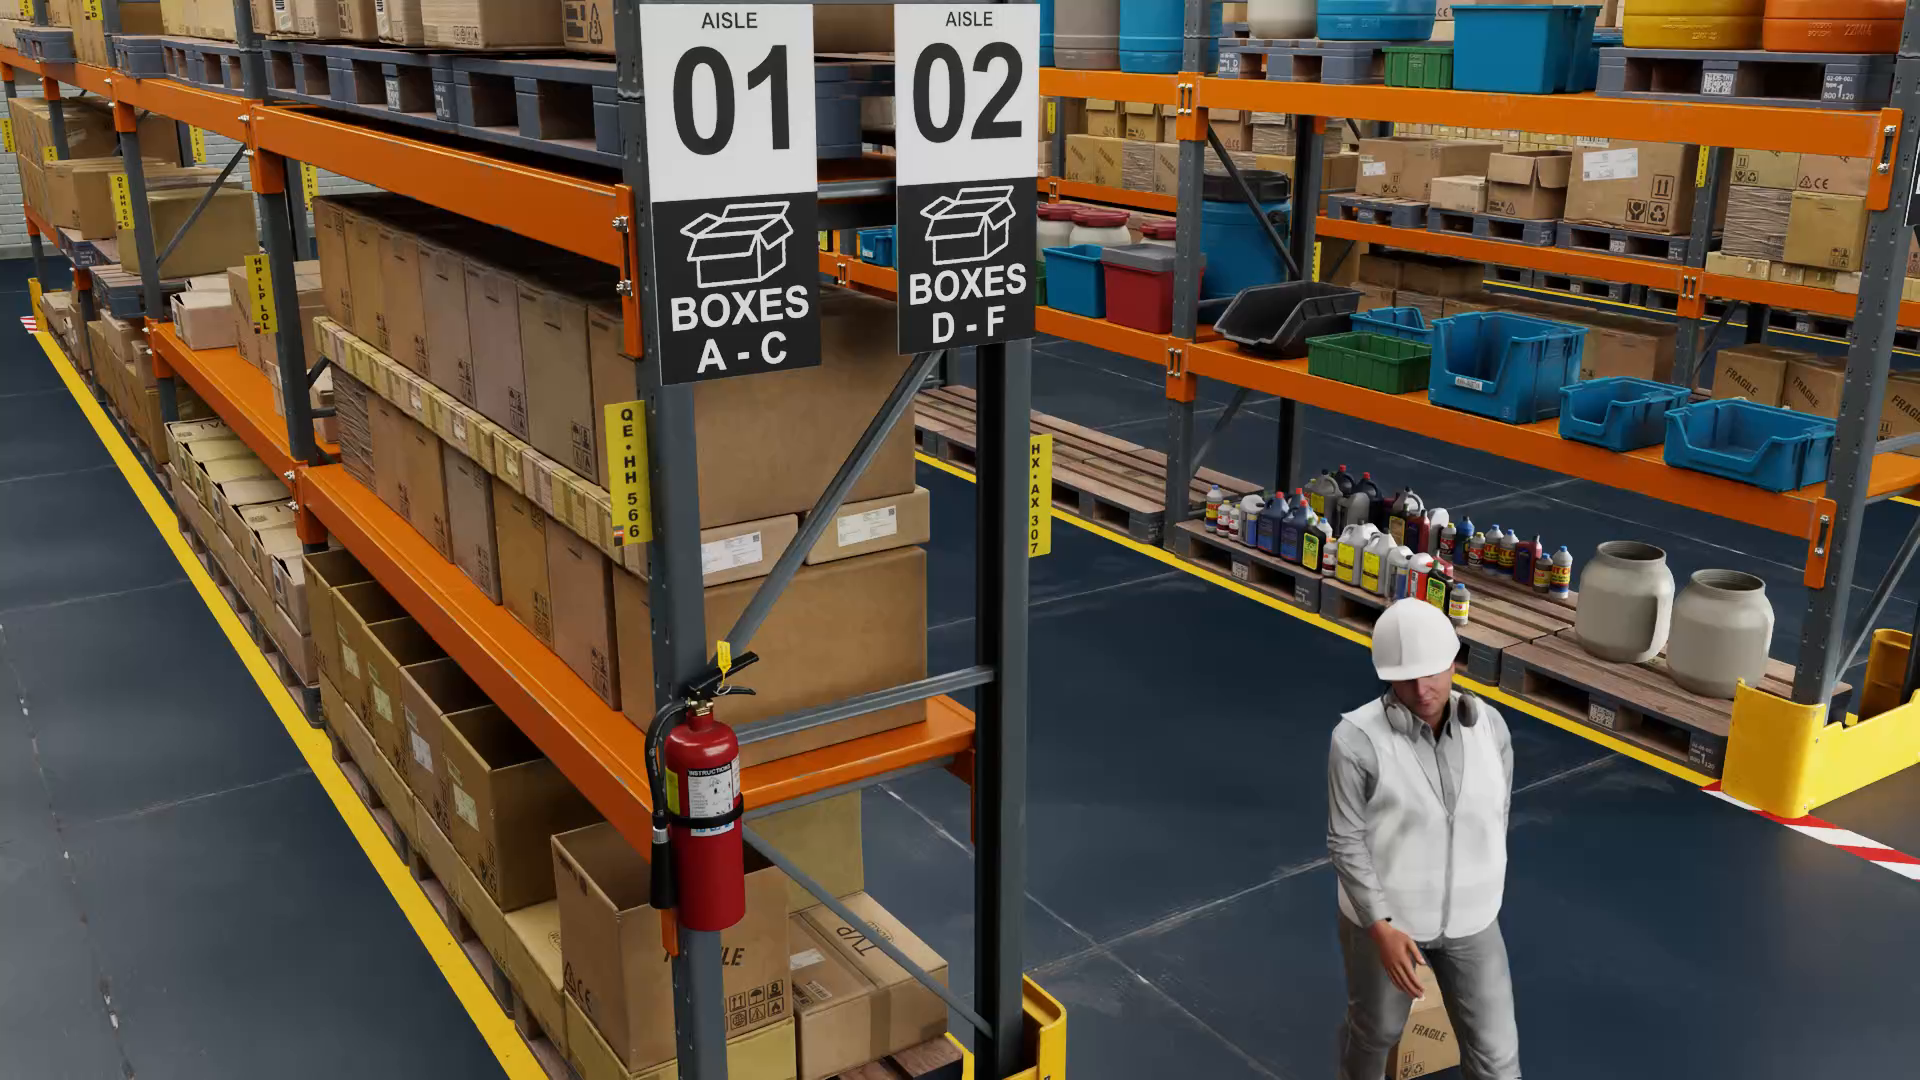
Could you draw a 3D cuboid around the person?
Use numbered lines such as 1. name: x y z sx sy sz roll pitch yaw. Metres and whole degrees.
1. person: 1.282 1.004 4.393 0.516 1.718 0.876 -2 18 -7
